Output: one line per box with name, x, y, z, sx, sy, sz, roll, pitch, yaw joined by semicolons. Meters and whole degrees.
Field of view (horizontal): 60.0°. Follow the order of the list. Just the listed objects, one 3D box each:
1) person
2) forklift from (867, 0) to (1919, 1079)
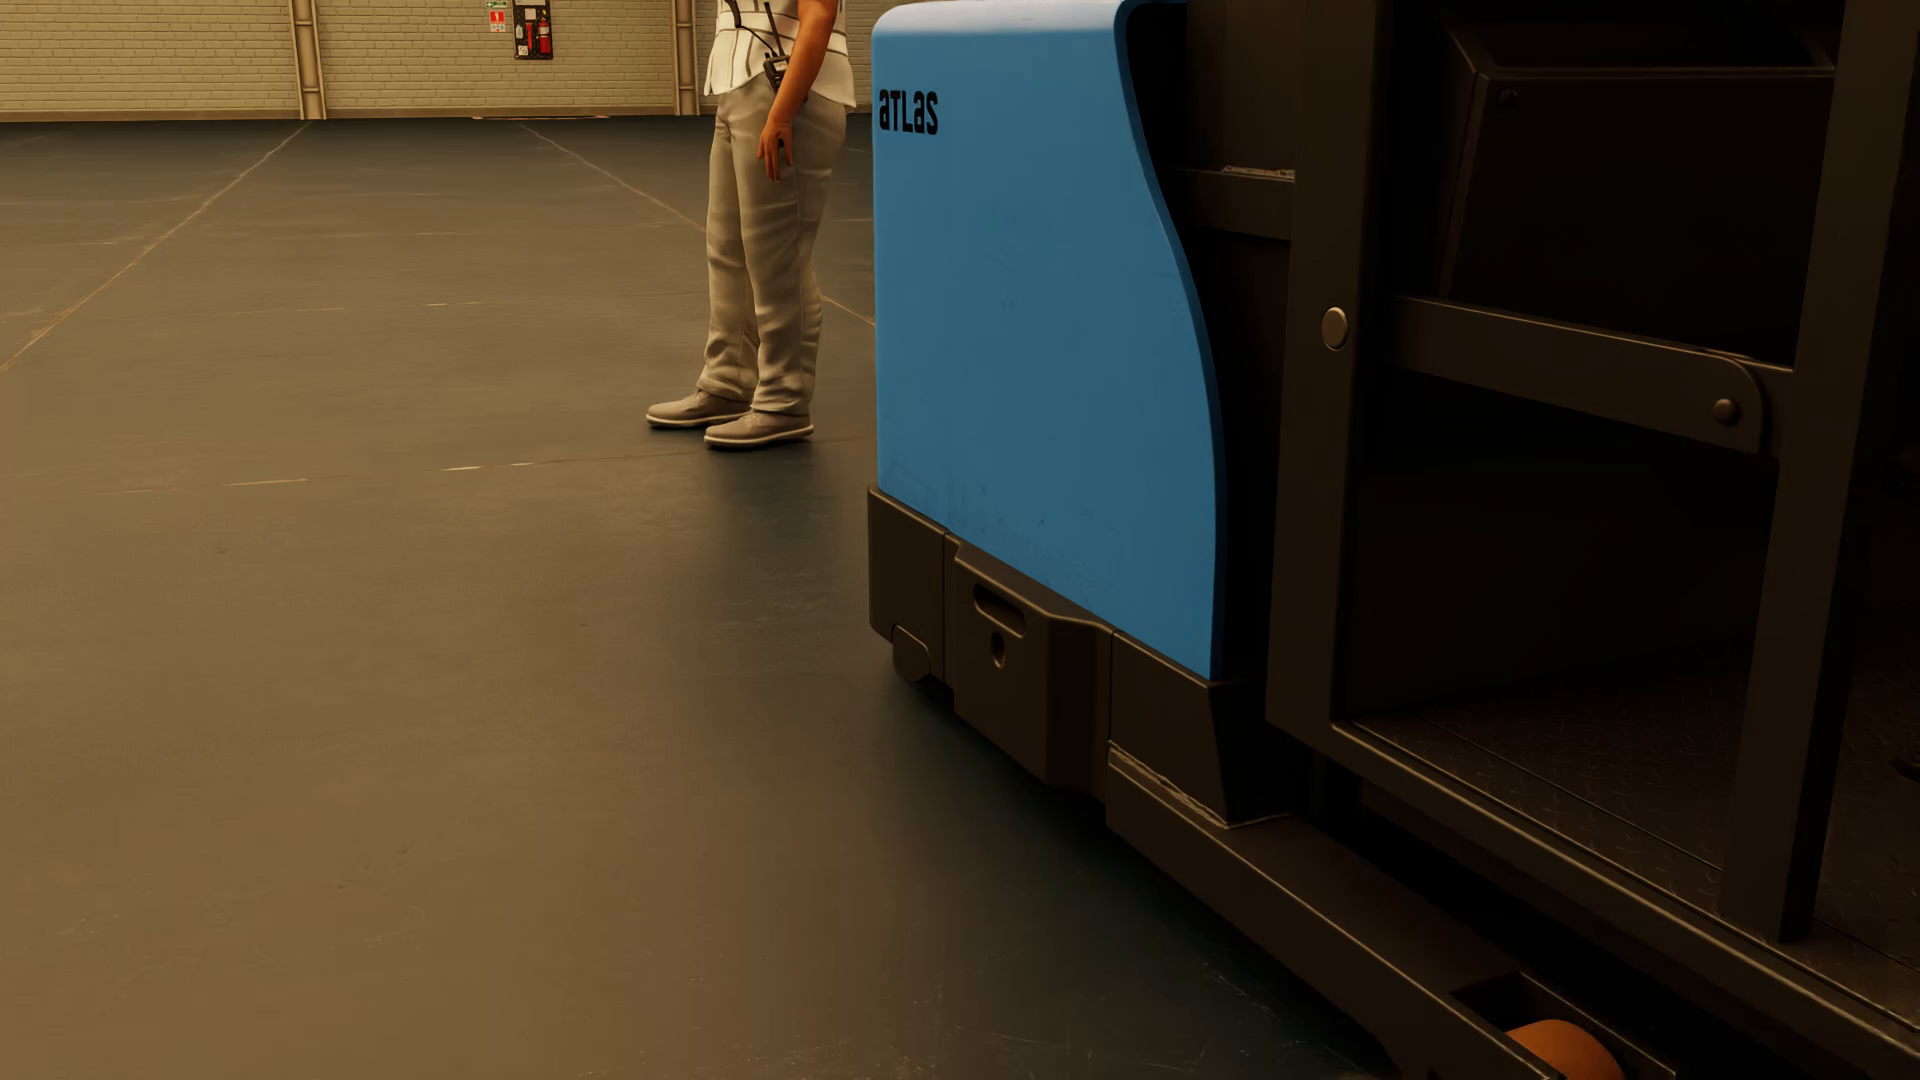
person;-0.550;-1.080;4.266;0.529;1.669;0.601;-5;17;-17
forklift;0.943;-0.894;1.400;1.130;2.935;3.031;-8;18;-25
